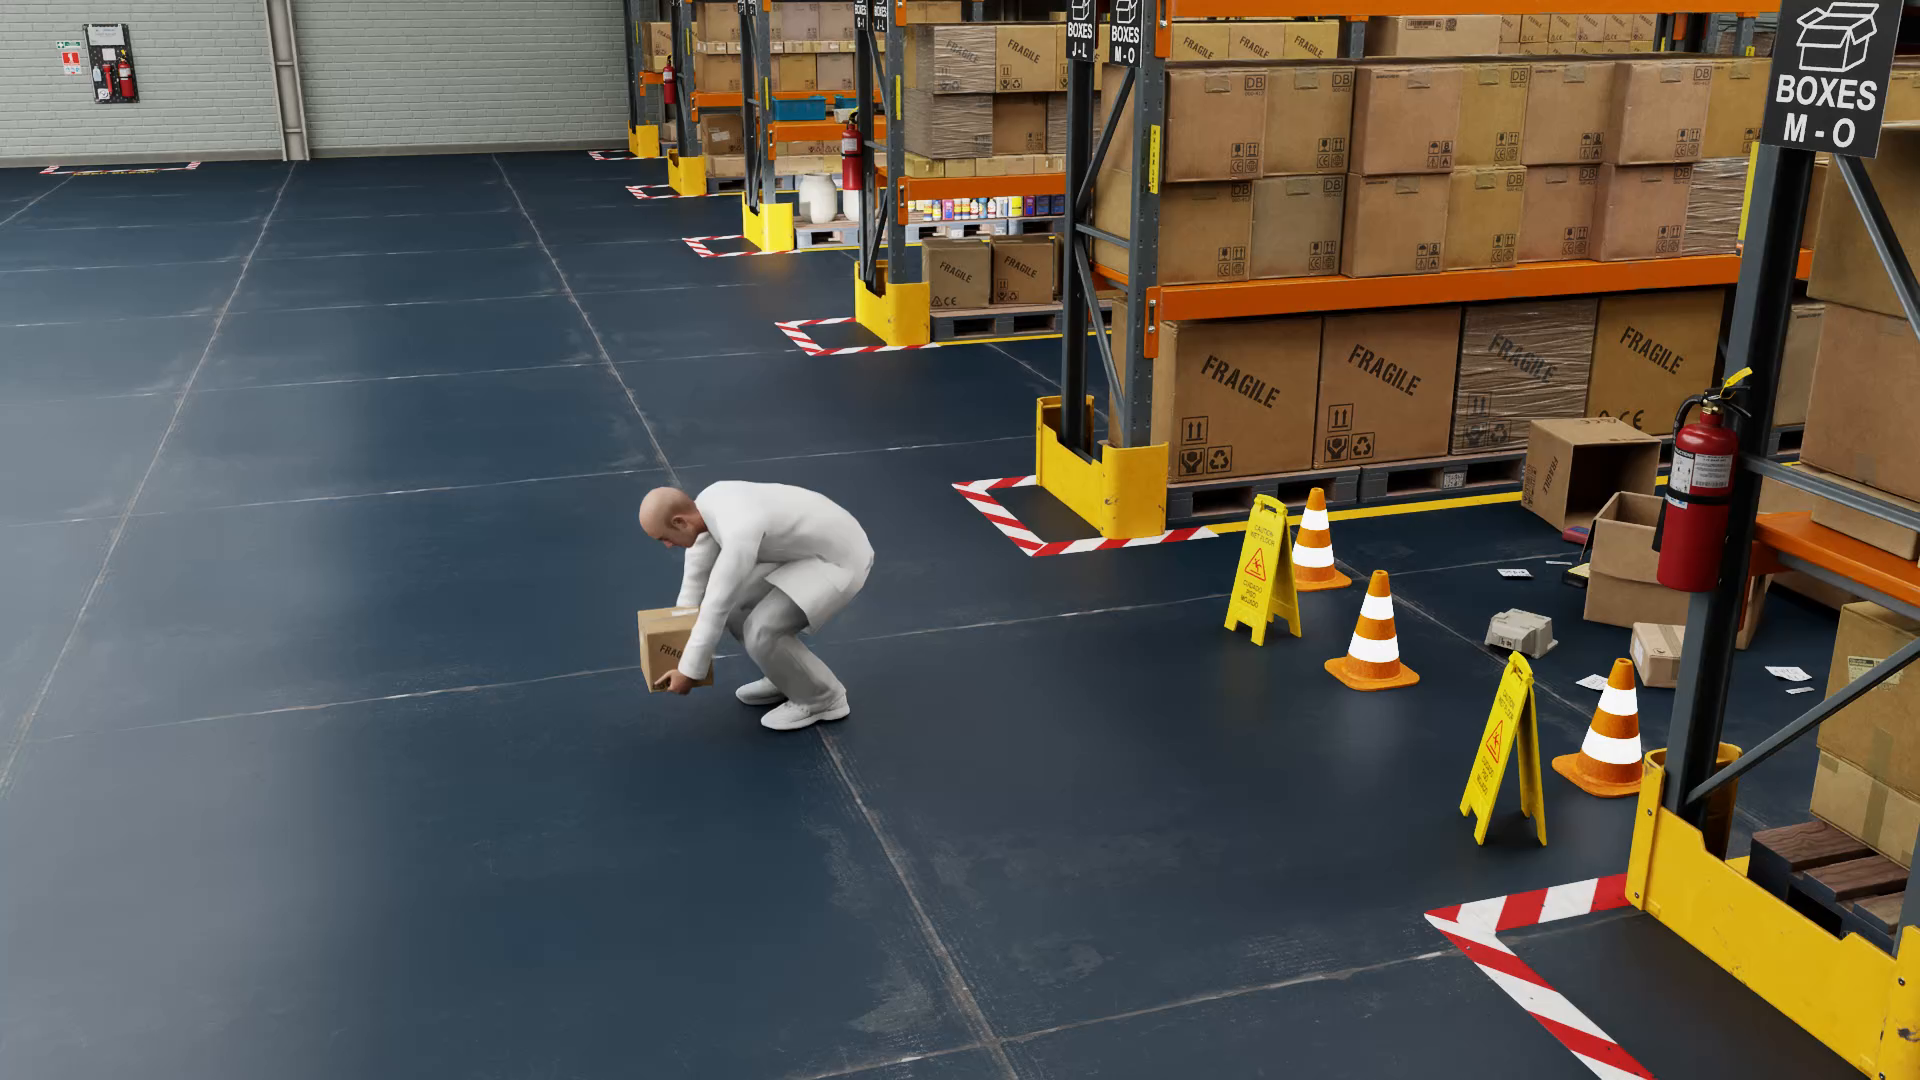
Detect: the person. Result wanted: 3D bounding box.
[{"bbox_3d":[-0.791,0.230,6.602,0.922,1.010,0.589,-7,20,-19],"label":"person"}]
